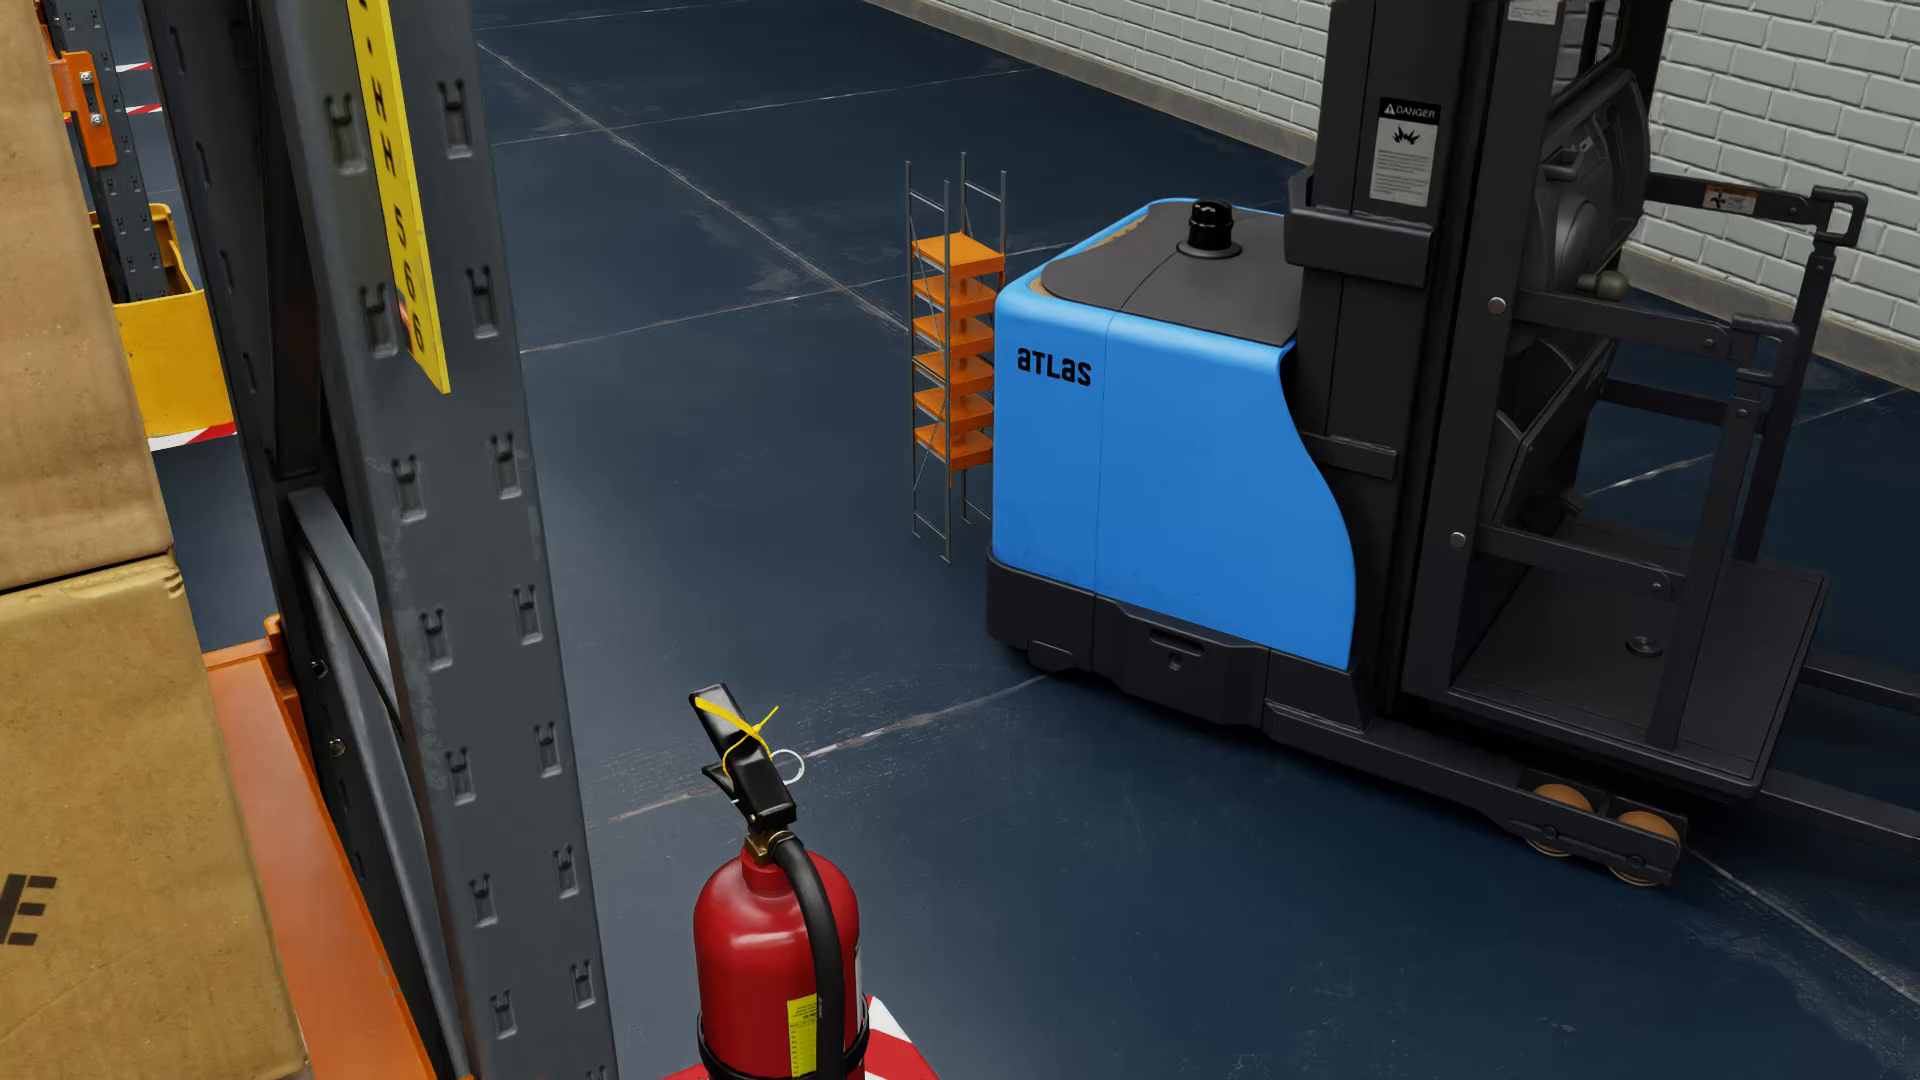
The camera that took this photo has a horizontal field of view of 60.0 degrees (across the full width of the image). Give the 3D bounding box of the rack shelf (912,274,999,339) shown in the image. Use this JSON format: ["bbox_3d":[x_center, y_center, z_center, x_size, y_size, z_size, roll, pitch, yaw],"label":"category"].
[{"bbox_3d":[-0.012,-0.693,4.859,0.180,0.103,0.258,-16,33,-26],"label":"rack shelf"}]

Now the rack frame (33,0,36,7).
[{"bbox_3d":[-5.574,-4.006,9.405,0.127,3.000,1.000,-16,33,-26],"label":"rack frame"}]

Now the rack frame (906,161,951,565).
[{"bbox_3d":[-0.091,-0.499,4.913,0.006,1.200,0.240,-16,33,-26],"label":"rack frame"}]

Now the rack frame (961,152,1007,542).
[{"bbox_3d":[0.066,-0.544,4.994,0.006,1.200,0.240,-16,33,-26],"label":"rack frame"}]

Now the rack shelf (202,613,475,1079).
[{"bbox_3d":[-2.363,0.953,1.164,4.000,0.370,1.077,-16,33,-26],"label":"rack shelf"}]

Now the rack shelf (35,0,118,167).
[{"bbox_3d":[-4.789,-1.138,4.953,4.000,0.370,1.077,-16,33,-26],"label":"rack shelf"}]

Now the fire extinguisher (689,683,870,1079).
[{"bbox_3d":[-0.188,0.476,1.749,0.183,0.674,0.296,-16,33,-26],"label":"fire extinguisher"}]

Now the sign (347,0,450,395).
[{"bbox_3d":[-0.375,-0.261,1.093,0.005,0.325,0.100,-16,33,-26],"label":"sign"}]

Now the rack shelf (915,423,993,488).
[{"bbox_3d":[-0.012,-0.273,5.091,0.180,0.103,0.258,-16,33,-26],"label":"rack shelf"}]

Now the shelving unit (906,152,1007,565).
[{"bbox_3d":[-0.012,-0.522,4.954,0.189,1.200,0.258,-16,33,-26],"label":"shelving unit"}]

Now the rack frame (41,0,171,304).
[{"bbox_3d":[-3.064,-1.943,5.666,0.127,3.000,1.000,-16,33,-26],"label":"rack frame"}]

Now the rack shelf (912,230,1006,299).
[{"bbox_3d":[-0.012,-0.798,4.801,0.180,0.103,0.258,-16,33,-26],"label":"rack shelf"}]

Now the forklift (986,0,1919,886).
[{"bbox_3d":[1.592,-0.785,3.639,3.031,2.935,1.130,17,33,28],"label":"forklift"}]

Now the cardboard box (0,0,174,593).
[{"bbox_3d":[-0.907,-0.248,1.149,0.500,0.500,0.500,-17,33,-27],"label":"cardboard box"}]

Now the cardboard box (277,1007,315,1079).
[{"bbox_3d":[-0.777,0.456,1.580,0.250,0.149,0.380,-16,33,-26],"label":"cardboard box"}]

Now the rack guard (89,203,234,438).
[{"bbox_3d":[-3.044,-0.854,6.281,0.348,0.500,1.175,-16,33,-26],"label":"rack guard"}]

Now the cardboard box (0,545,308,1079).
[{"bbox_3d":[-0.896,0.191,1.388,0.500,0.500,0.500,-15,32,-25],"label":"cardboard box"}]

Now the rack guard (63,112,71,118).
[{"bbox_3d":[-5.559,-2.923,10.029,0.348,0.500,1.175,-16,33,-26],"label":"rack guard"}]

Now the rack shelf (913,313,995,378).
[{"bbox_3d":[-0.012,-0.588,4.917,0.180,0.103,0.258,-16,33,-26],"label":"rack shelf"}]

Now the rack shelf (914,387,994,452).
[{"bbox_3d":[-0.012,-0.378,5.033,0.180,0.103,0.258,-16,33,-26],"label":"rack shelf"}]

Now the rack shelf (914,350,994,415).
[{"bbox_3d":[-0.012,-0.483,4.975,0.180,0.103,0.258,-16,33,-26],"label":"rack shelf"}]
